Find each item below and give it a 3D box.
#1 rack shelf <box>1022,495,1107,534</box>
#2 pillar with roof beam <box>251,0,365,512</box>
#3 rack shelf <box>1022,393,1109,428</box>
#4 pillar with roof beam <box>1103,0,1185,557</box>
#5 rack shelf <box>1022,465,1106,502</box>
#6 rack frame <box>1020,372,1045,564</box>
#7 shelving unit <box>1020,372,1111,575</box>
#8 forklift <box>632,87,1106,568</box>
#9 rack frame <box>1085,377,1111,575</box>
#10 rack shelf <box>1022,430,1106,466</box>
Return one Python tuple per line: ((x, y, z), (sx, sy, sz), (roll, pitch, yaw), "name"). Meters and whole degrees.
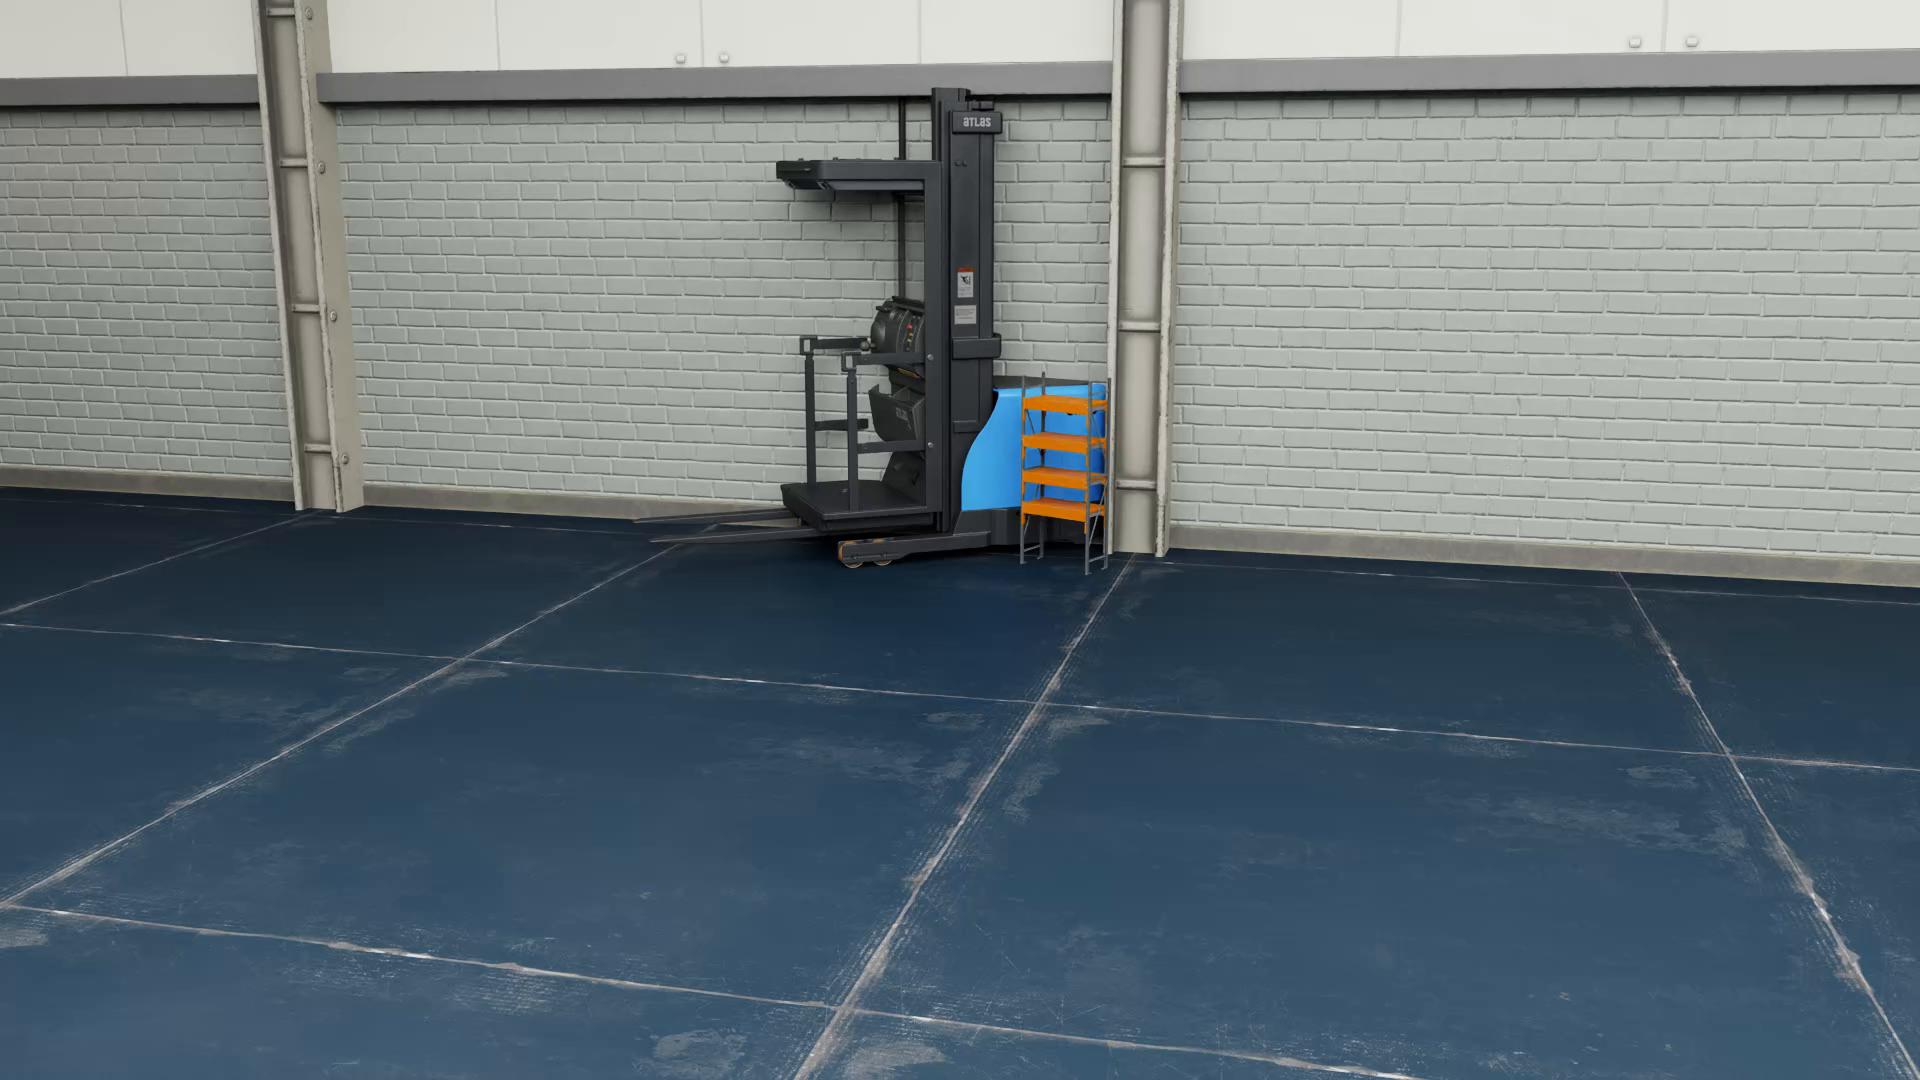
((0.654, -0.162, 10.419), (0.480, 0.148, 0.258), (9, 16, 36), "rack shelf")
((-5.697, -3.733, 7.282), (0.400, 9.000, 9.100), (3, 13, 14), "pillar with roof beam")
((0.654, -0.805, 10.276), (0.480, 0.148, 0.258), (9, 16, 36), "rack shelf")
((0.129, -3.421, 5.878), (0.400, 9.000, 9.100), (3, 13, 14), "pillar with roof beam")
((0.654, -0.355, 10.376), (0.480, 0.148, 0.258), (9, 16, 36), "rack shelf")
((0.460, -0.453, 10.505), (0.015, 1.200, 0.240), (9, 16, 36), "rack frame")
((0.654, -0.421, 10.361), (0.503, 1.200, 0.258), (9, 16, 36), "shelving unit")
((-0.589, -1.384, 10.704), (3.031, 2.935, 1.130), (-5, 13, -20), "forklift")
((0.849, -0.389, 10.218), (0.015, 1.200, 0.240), (9, 16, 36), "rack frame")
((0.654, -0.574, 10.327), (0.480, 0.148, 0.258), (9, 16, 36), "rack shelf")
